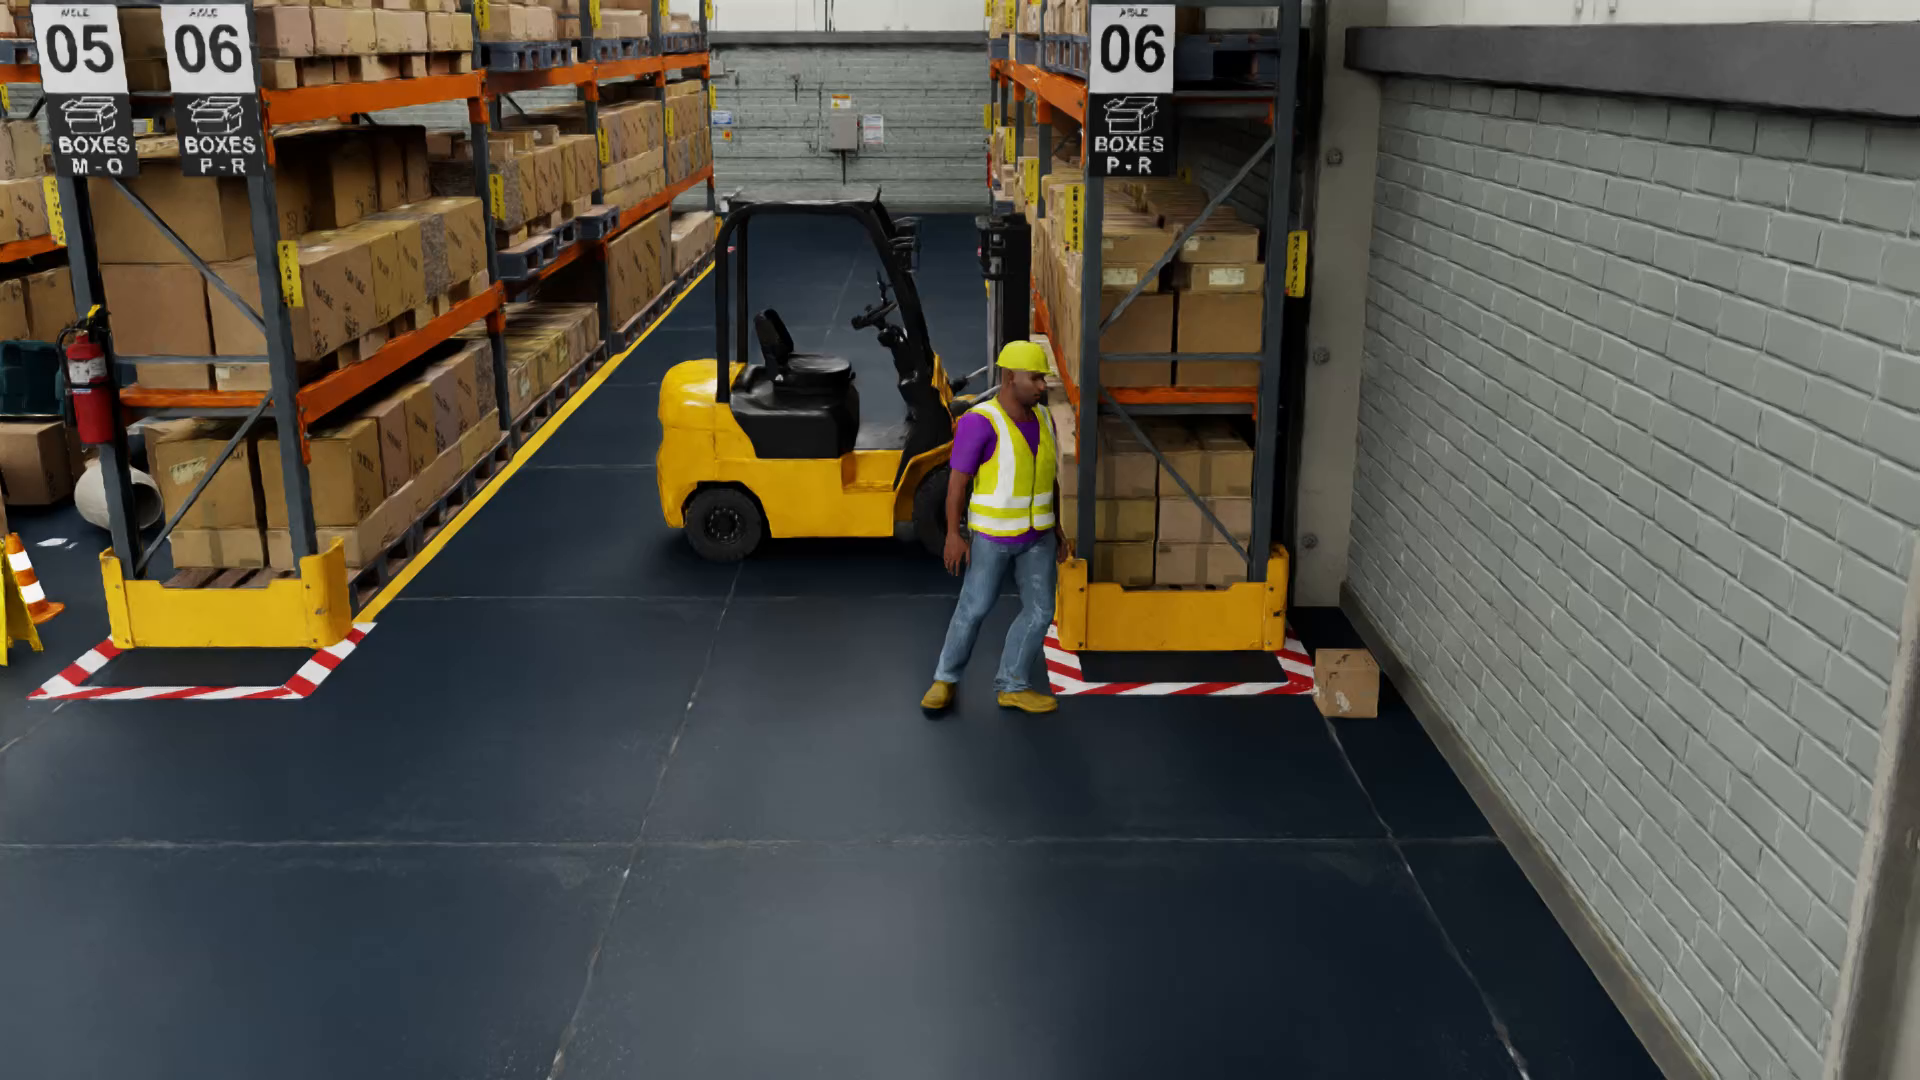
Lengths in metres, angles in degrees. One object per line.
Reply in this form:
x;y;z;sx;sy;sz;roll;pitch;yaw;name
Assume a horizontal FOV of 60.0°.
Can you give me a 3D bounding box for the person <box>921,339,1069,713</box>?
0.160;-0.049;7.689;0.696;1.749;0.504;-12;21;-33;person
